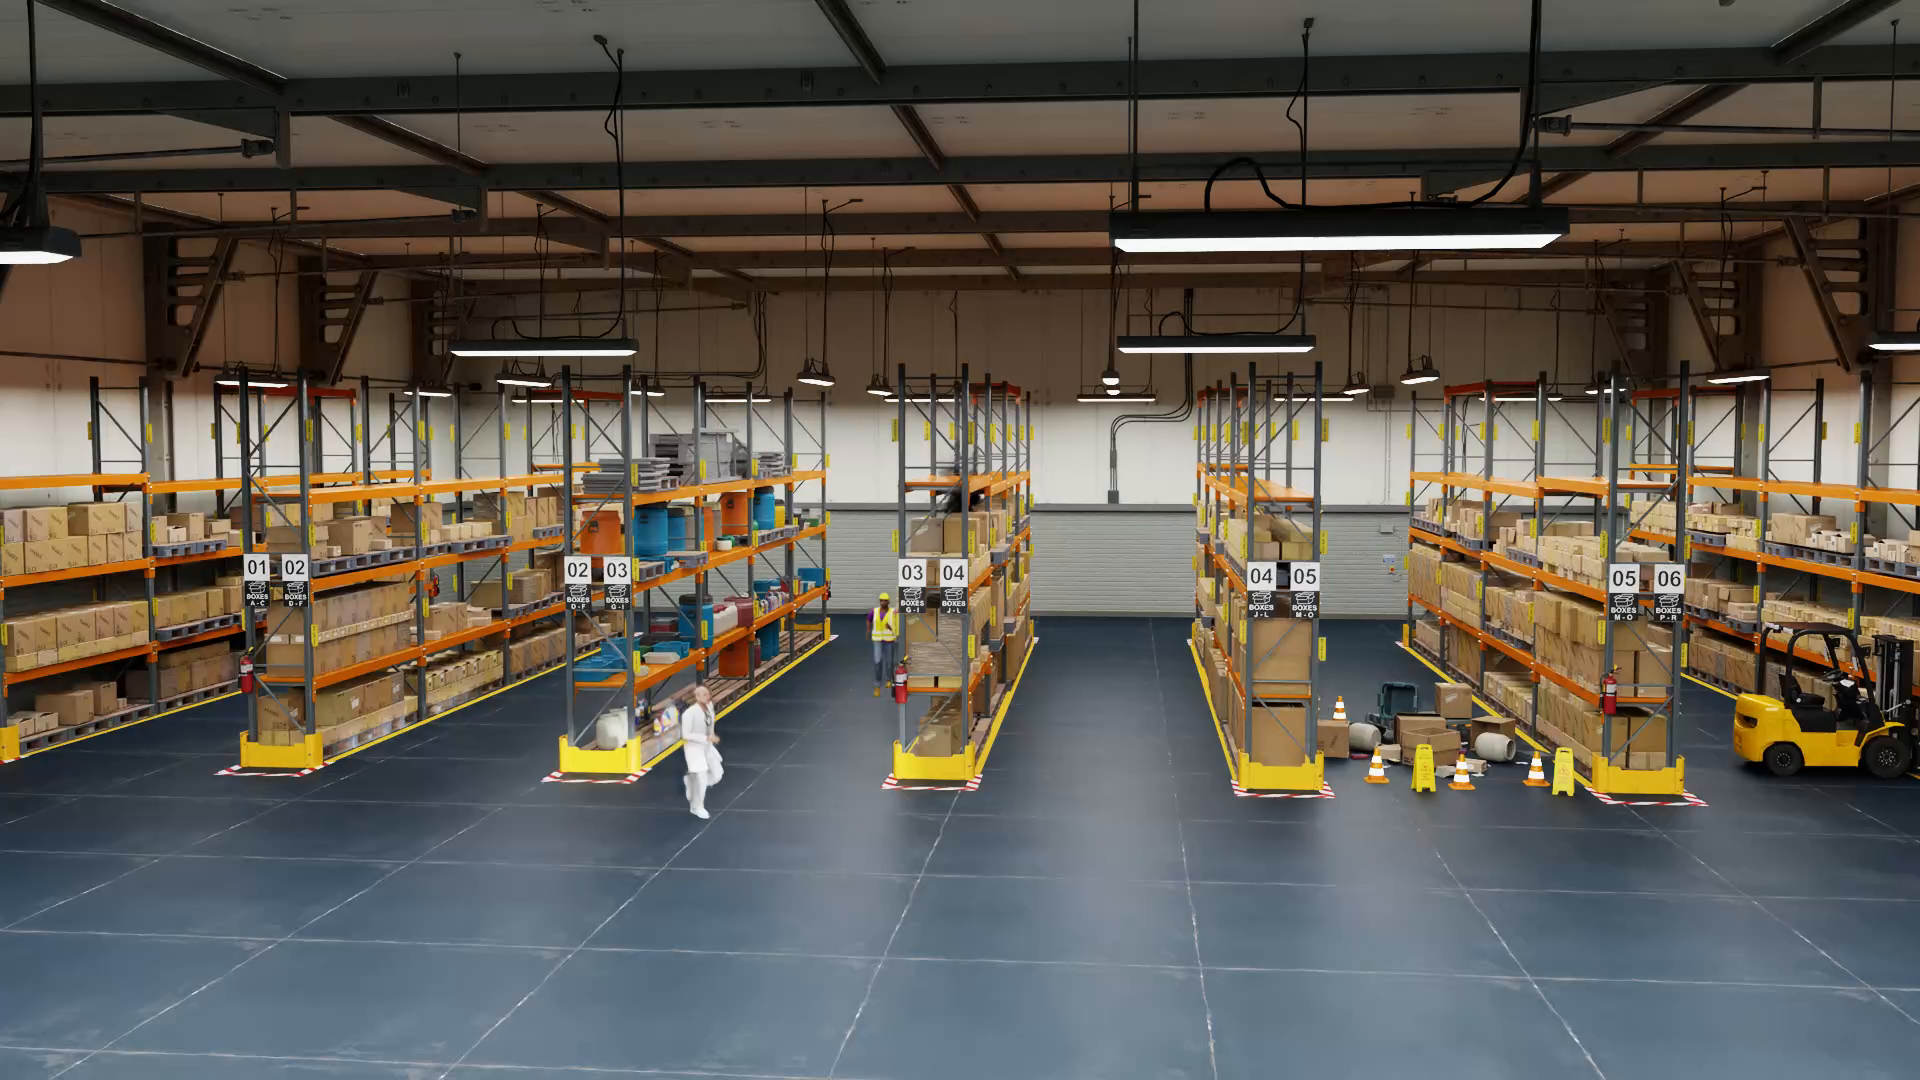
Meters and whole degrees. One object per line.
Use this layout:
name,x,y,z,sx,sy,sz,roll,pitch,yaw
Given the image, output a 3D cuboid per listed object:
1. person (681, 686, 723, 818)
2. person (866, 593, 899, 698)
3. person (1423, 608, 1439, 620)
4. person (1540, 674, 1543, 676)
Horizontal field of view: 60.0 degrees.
person,-3.335,2.758,21.671,0.703,1.729,0.763,2,4,32
person,-1.387,1.896,30.284,0.674,1.870,0.746,0,4,3
person,11.430,1.525,40.332,0.899,1.756,0.724,3,5,41
person,11.915,1.901,34.026,0.704,1.761,0.995,1,4,8
